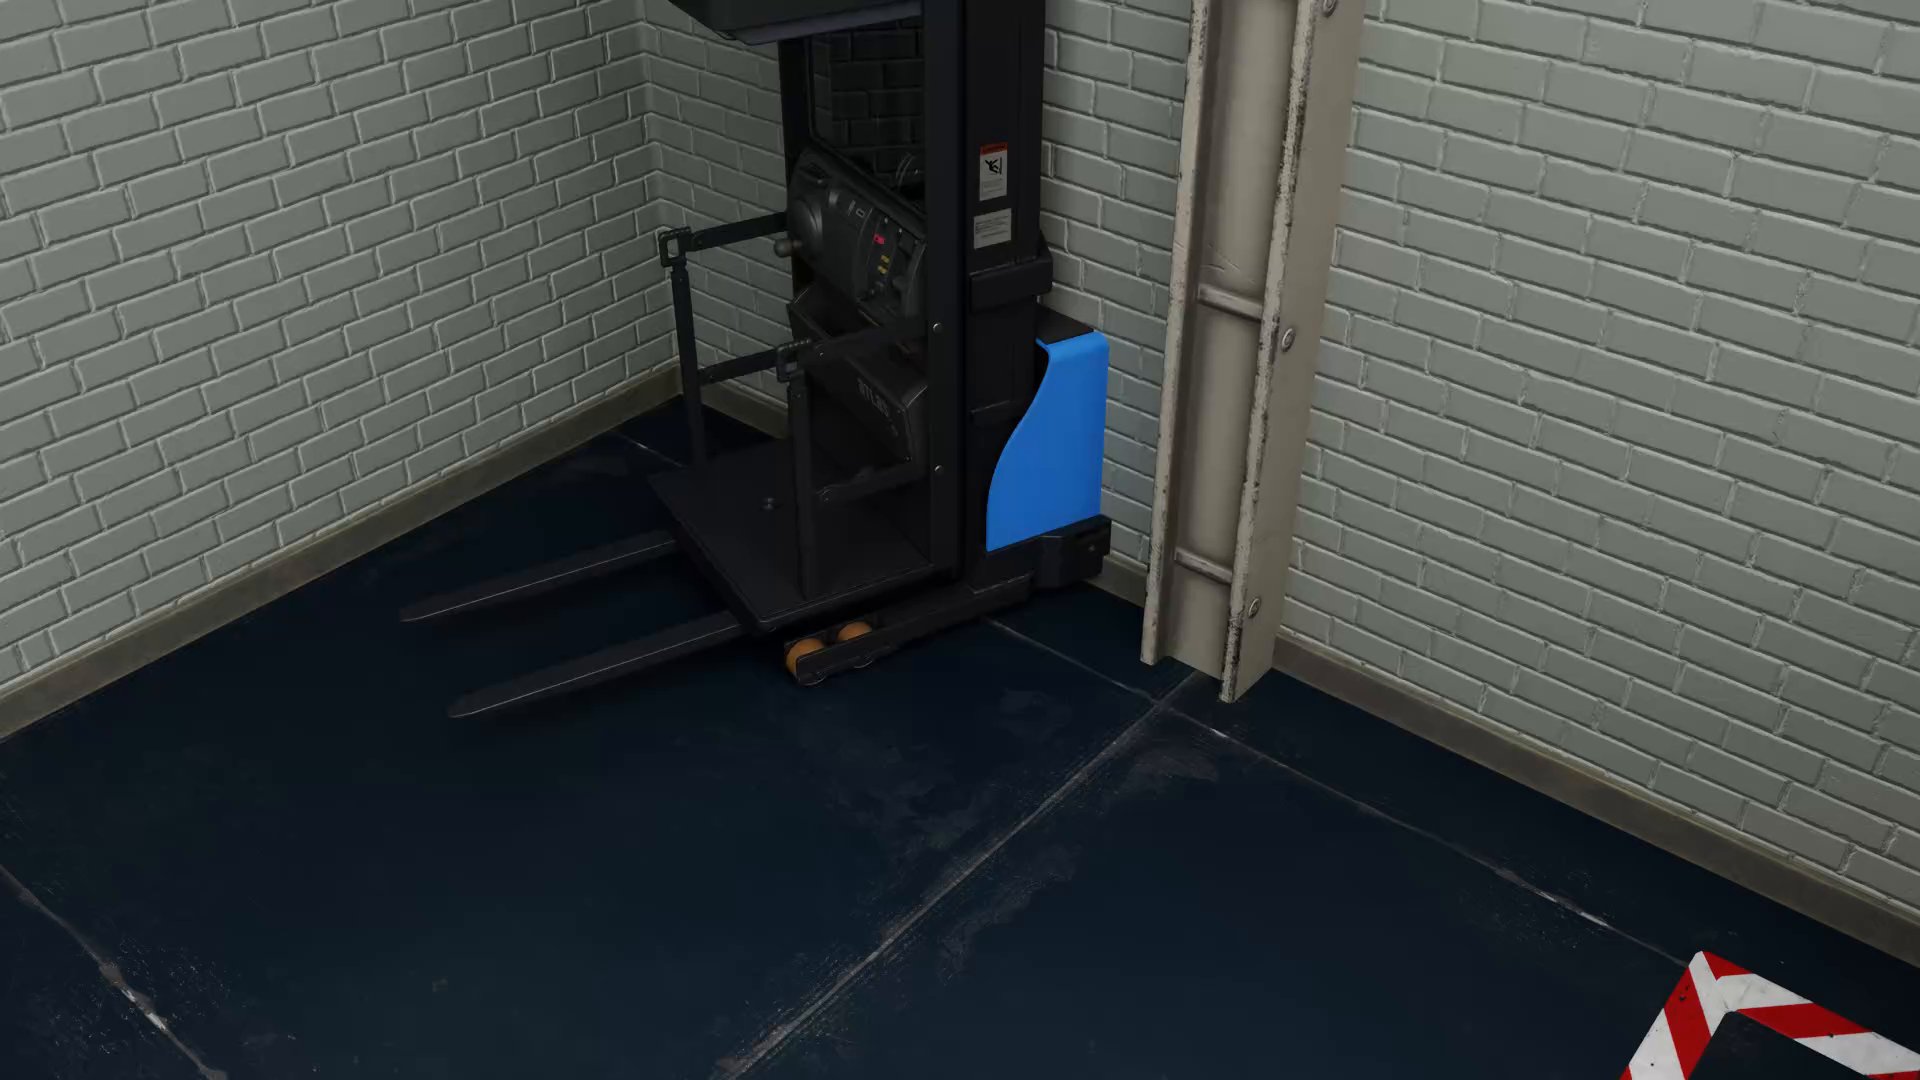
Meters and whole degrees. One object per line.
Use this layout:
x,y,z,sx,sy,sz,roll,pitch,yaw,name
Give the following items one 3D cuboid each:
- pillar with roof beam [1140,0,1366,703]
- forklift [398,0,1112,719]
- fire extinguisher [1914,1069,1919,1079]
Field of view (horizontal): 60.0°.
-1.846,-1.393,0.829,0.400,9.000,9.100,25,42,32,pillar with roof beam
-0.545,-1.029,5.660,3.031,2.935,1.130,-18,38,-24,forklift
1.995,0.909,3.174,0.183,0.674,0.296,25,42,32,fire extinguisher
